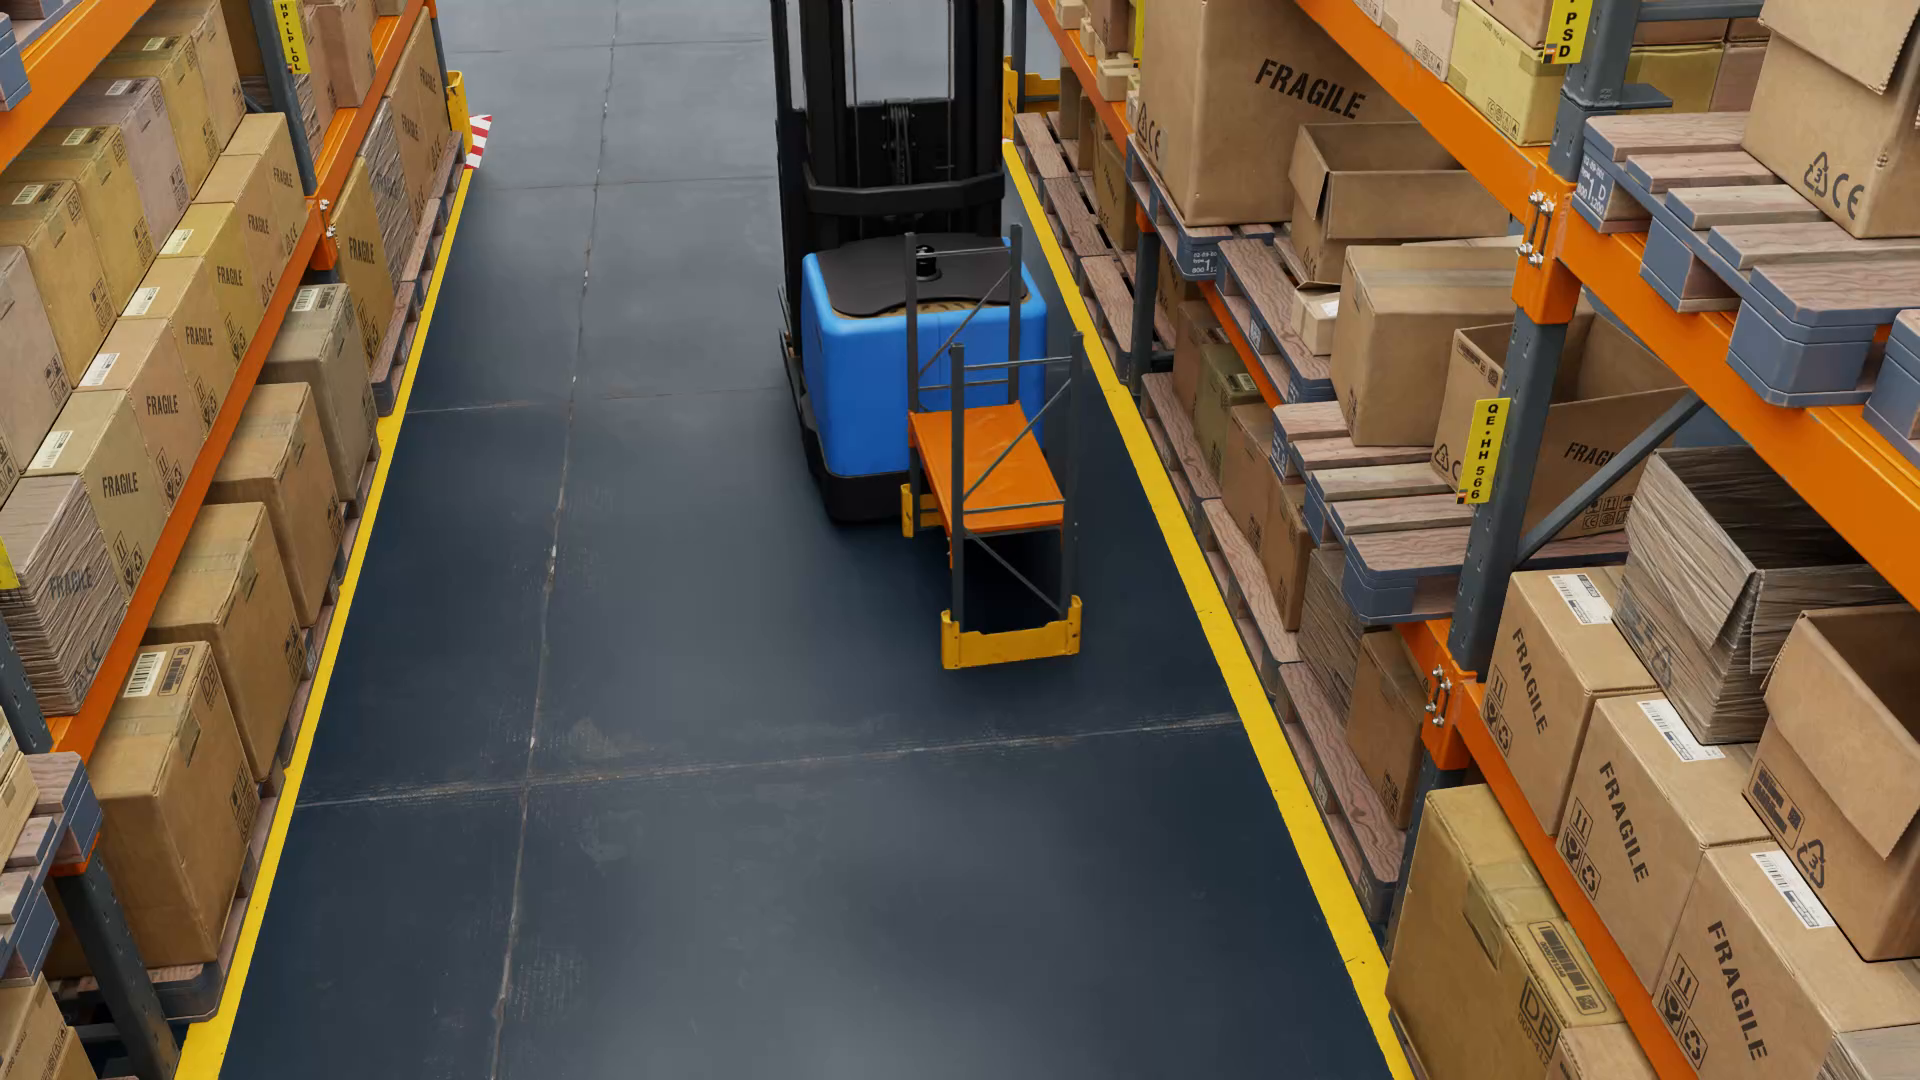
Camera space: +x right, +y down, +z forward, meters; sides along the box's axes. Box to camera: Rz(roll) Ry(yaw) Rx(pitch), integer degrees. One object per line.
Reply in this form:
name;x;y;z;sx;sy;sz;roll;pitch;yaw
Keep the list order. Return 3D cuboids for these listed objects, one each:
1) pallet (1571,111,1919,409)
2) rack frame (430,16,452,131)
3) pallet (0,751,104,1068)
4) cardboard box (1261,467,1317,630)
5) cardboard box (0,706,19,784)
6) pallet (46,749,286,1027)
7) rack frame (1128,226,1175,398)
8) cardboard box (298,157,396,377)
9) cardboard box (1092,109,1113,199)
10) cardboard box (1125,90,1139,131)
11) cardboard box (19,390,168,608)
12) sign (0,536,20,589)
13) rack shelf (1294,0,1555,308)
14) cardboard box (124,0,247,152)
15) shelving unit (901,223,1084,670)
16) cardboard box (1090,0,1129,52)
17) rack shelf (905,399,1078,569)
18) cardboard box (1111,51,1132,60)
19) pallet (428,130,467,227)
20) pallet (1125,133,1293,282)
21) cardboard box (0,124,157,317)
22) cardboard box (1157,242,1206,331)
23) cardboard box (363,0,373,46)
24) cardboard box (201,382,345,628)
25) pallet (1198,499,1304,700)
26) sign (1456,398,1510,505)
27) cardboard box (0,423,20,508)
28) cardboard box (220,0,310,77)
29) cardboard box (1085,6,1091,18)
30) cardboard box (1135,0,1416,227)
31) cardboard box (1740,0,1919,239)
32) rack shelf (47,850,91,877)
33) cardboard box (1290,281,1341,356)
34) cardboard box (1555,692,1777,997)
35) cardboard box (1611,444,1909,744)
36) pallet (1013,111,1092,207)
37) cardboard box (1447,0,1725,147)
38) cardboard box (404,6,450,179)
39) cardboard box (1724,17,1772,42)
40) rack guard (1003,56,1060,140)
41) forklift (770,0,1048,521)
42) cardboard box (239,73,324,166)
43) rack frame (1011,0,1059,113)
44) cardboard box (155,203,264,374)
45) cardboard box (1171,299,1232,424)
pallet;2.086;-0.643;3.534;1.213;0.211;1.003;-3;34;-4
rack frame;-4.058;-3.982;10.929;1.000;3.000;0.127;-4;35;-6
pallet;-2.781;0.951;3.861;1.213;0.211;1.003;-4;35;-6
cardboard box;1.666;0.017;6.890;0.700;0.500;0.500;-2;34;-2
cardboard box;-2.464;0.531;3.893;0.380;0.149;0.250;-4;34;-5
pallet;-3.013;1.189;5.818;1.003;0.211;1.213;-4;35;-6
rack frame;1.408;-2.069;8.122;1.000;3.000;0.127;-4;35;-6
cardboard box;-3.535;-1.402;8.657;0.875;0.875;0.875;-4;34;-6
cardboard box;1.118;-2.410;10.470;0.500;0.500;0.500;-1;34;-2
cardboard box;1.064;-2.203;8.542;0.380;0.149;0.250;-4;35;-6
cardboard box;-2.846;-0.113;5.164;0.500;0.500;0.500;-5;35;-7
sign;-2.446;-0.010;4.143;0.100;0.325;0.005;-4;35;-6
rack shelf;1.677;-1.895;5.843;1.077;0.370;4.000;-4;35;-6
cardboard box;-3.447;-1.928;6.938;0.700;0.500;0.500;-5;35;-7
shelving unit;0.117;-0.404;7.010;0.587;1.500;1.083;-6;35;-9
cardboard box;1.210;-3.042;9.197;0.875;0.500;0.500;-4;35;-6
rack shelf;0.115;-0.260;7.119;0.538;0.185;1.000;-6;35;-9
cardboard box;1.043;-2.628;9.165;0.380;0.149;0.250;-4;35;-6
pallet;-3.873;-2.389;11.069;1.003;0.211;1.213;-4;35;-6
pallet;1.367;-1.552;7.534;1.003;0.211;1.213;-4;35;-6
cardboard box;-3.242;-1.077;5.690;0.700;0.500;0.500;-5;35;-7
cardboard box;1.394;-1.436;9.040;0.500;0.500;0.500;-5;35;-8
cardboard box;-3.804;-2.920;9.238;0.875;0.550;0.500;-4;35;-6
cardboard box;-3.221;-0.115;6.881;1.050;0.750;0.750;-4;35;-6
pallet;1.682;0.200;7.269;1.003;0.211;1.213;-4;35;-6
sign;1.410;-0.236;4.475;0.100;0.325;0.005;-4;35;-6
cardboard box;-3.033;-0.223;4.438;0.700;0.500;0.500;-5;35;-7
cardboard box;-3.536;-2.466;7.614;0.875;0.550;0.550;-4;35;-6
cardboard box;0.943;-3.046;9.780;0.380;0.149;0.250;-4;35;-6
cardboard box;1.377;-2.036;7.169;1.000;1.000;1.000;-4;34;-6
cardboard box;2.100;-0.958;3.363;0.797;0.503;0.637;-2;34;-4
rack shelf;-2.713;1.896;2.943;1.077;0.370;4.000;-4;35;-6
cardboard box;1.455;-0.865;6.102;0.396;0.266;0.258;-5;35;-8
cardboard box;1.814;0.701;3.969;0.500;0.500;0.500;-5;35;-8
cardboard box;2.029;0.117;3.936;0.797;0.503;0.637;-3;34;-5
pallet;0.955;-2.650;11.452;1.003;0.211;1.213;-4;35;-6
cardboard box;1.639;-1.261;4.407;0.500;0.250;0.500;-4;35;-6
cardboard box;-3.901;-2.904;10.862;0.875;0.875;0.875;-4;34;-6
cardboard box;2.138;-1.606;4.247;0.500;0.500;0.500;-4;34;-6
rack guard;0.881;-3.226;12.040;1.175;0.500;0.348;-4;35;-6
forklift;-0.383;-2.123;8.263;1.130;2.935;3.031;-6;35;-9
cardboard box;-3.582;-2.017;7.913;0.875;0.550;0.550;-4;35;-6
rack frame;0.870;-4.301;11.398;1.000;3.000;0.127;-4;35;-6
cardboard box;-3.049;-0.956;6.401;0.500;0.500;0.500;-4;34;-6
cardboard box;1.470;-0.874;8.197;0.700;0.500;0.500;-7;35;-10
